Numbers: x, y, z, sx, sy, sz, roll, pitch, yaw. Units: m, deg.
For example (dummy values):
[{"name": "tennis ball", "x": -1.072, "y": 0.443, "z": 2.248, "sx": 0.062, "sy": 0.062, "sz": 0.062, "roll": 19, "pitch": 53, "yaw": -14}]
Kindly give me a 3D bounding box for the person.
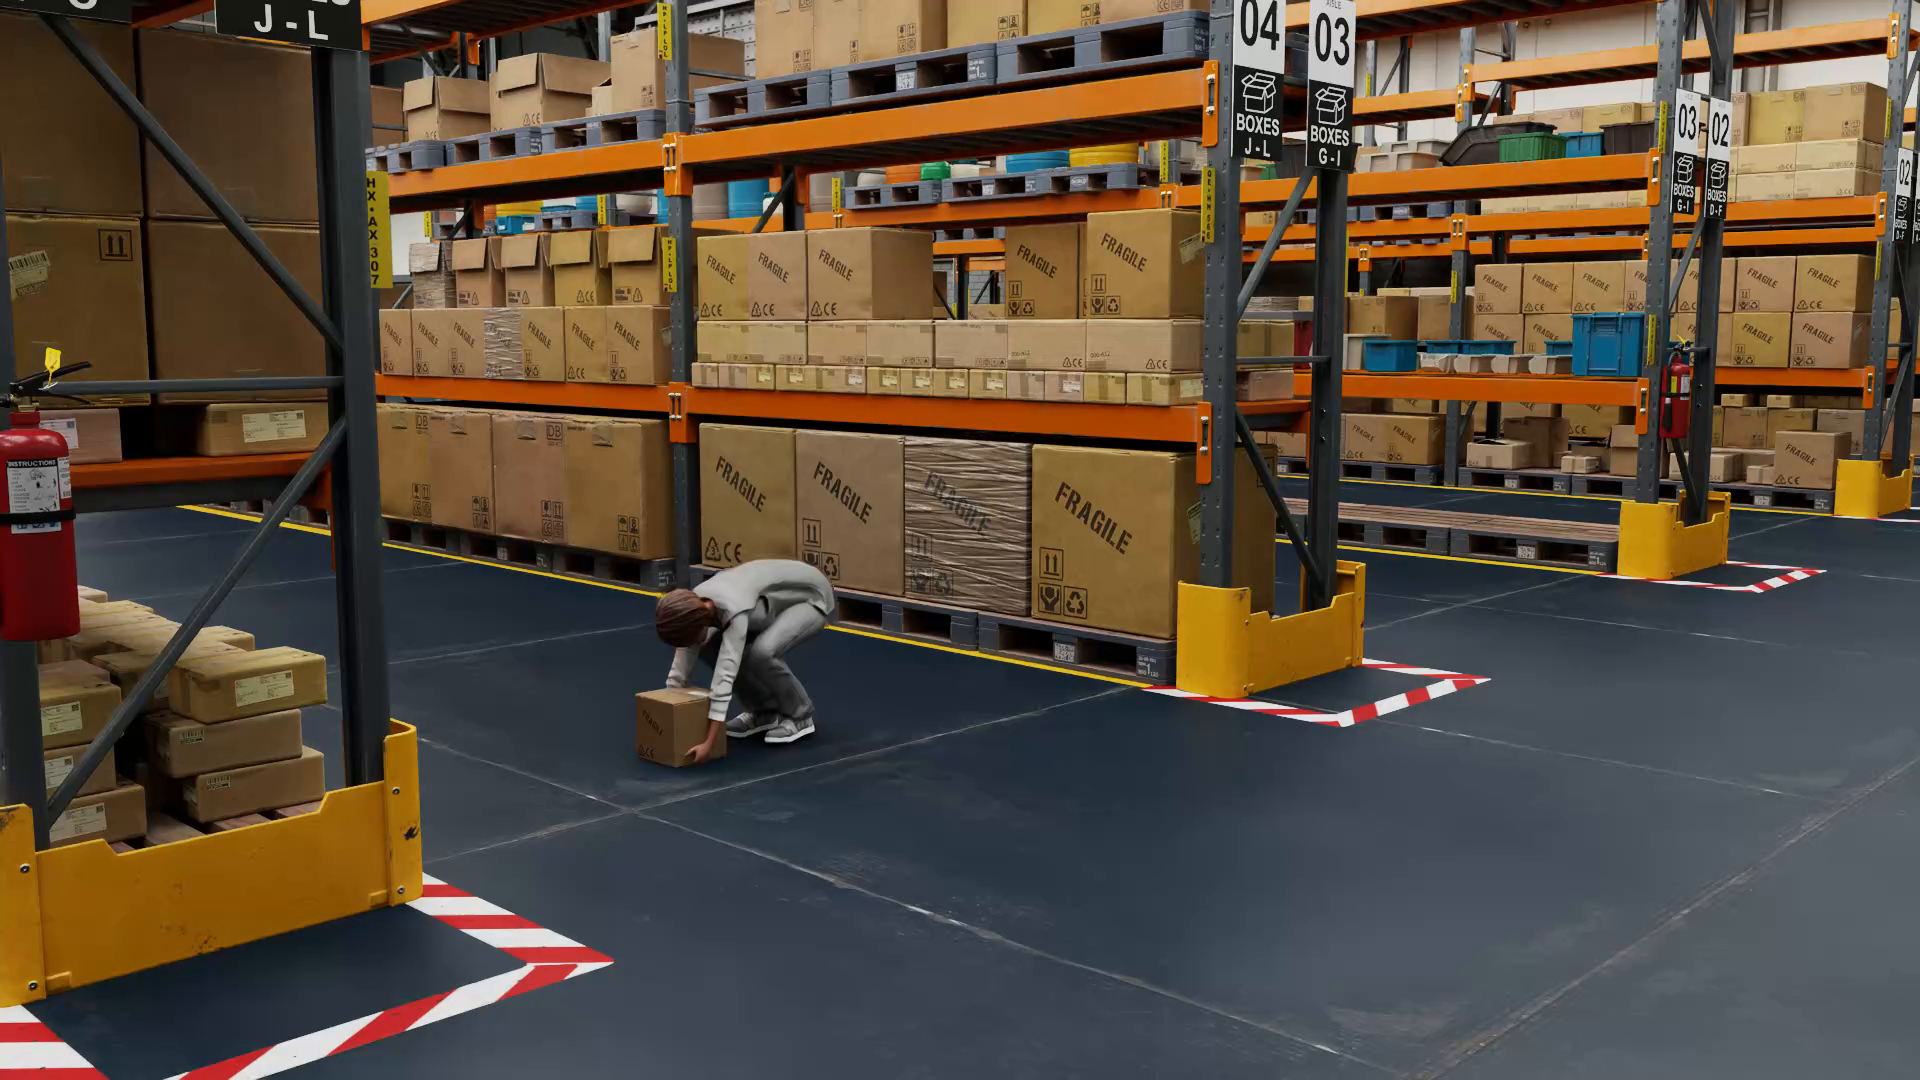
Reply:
[{"name": "person", "x": -0.829, "y": 0.457, "z": 6.719, "sx": 0.398, "sy": 0.714, "sz": 0.715, "roll": 6, "pitch": 10, "yaw": 41}]
